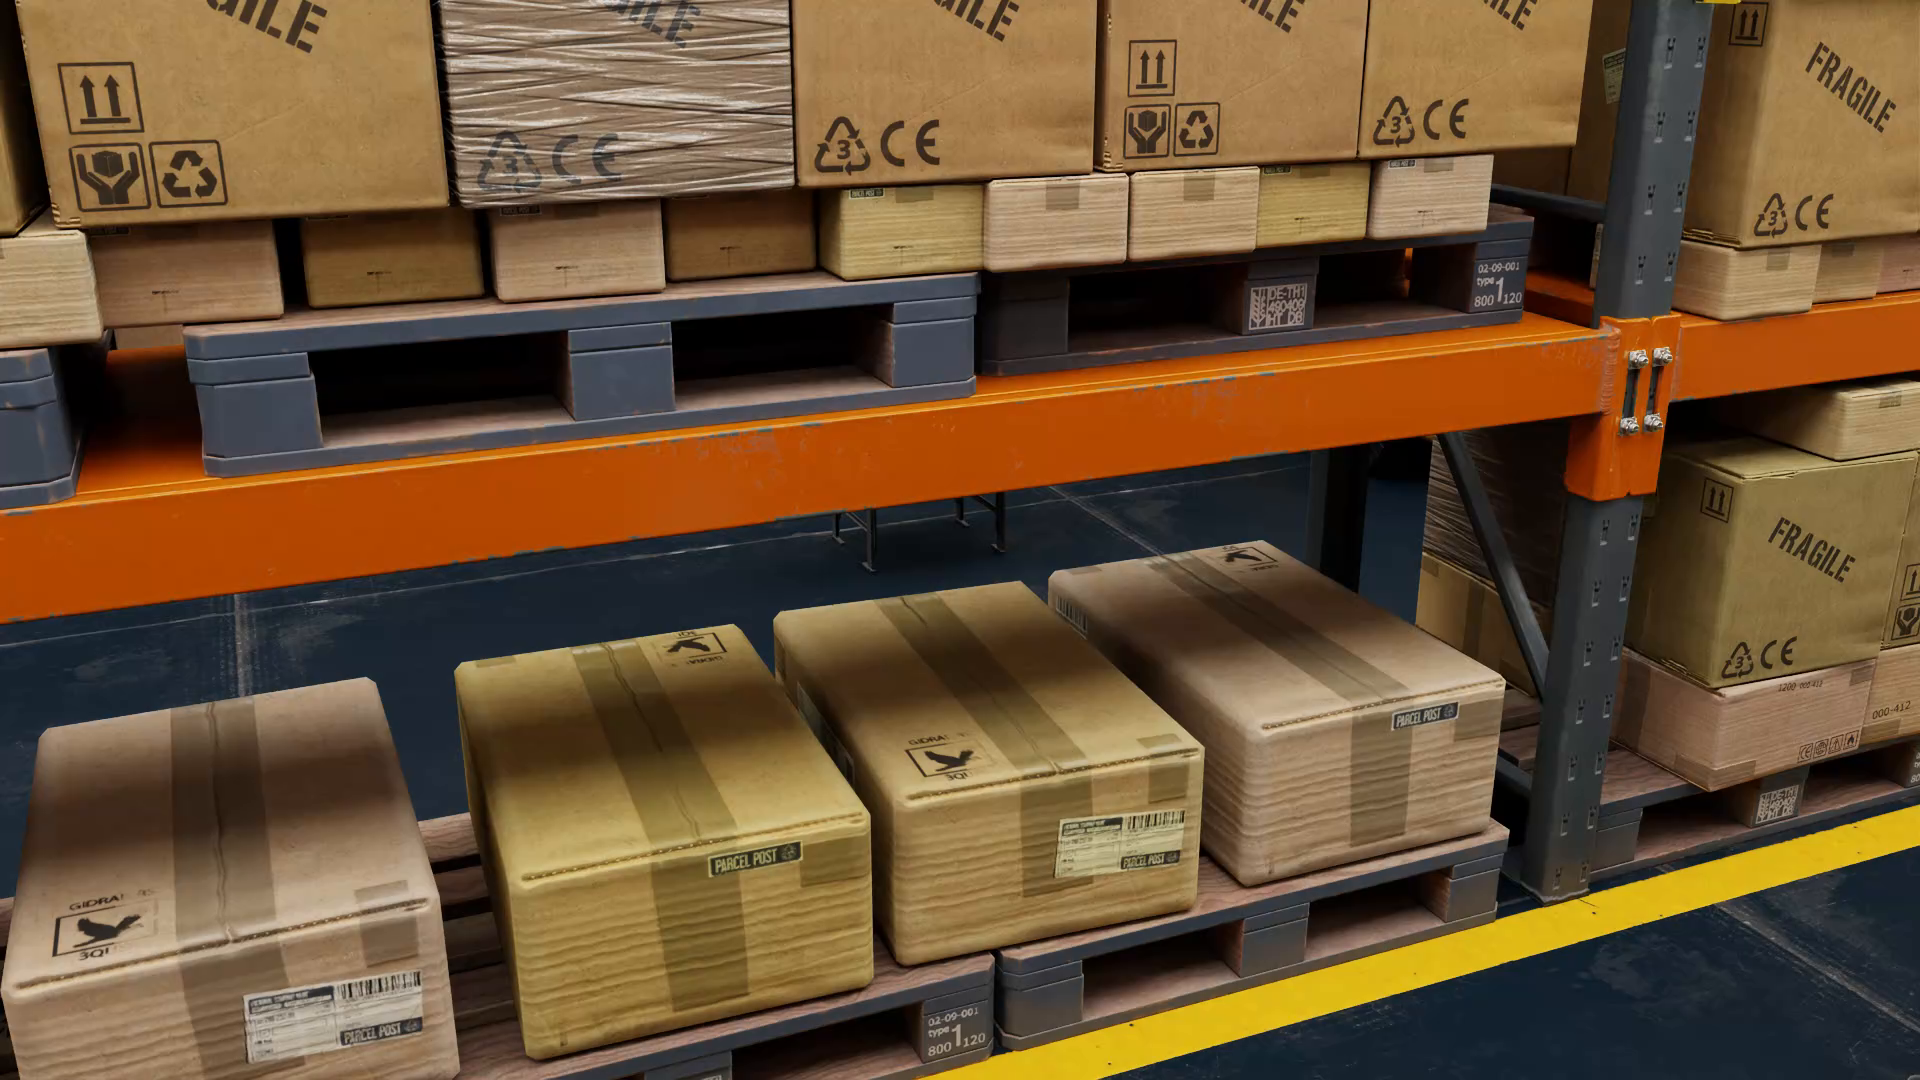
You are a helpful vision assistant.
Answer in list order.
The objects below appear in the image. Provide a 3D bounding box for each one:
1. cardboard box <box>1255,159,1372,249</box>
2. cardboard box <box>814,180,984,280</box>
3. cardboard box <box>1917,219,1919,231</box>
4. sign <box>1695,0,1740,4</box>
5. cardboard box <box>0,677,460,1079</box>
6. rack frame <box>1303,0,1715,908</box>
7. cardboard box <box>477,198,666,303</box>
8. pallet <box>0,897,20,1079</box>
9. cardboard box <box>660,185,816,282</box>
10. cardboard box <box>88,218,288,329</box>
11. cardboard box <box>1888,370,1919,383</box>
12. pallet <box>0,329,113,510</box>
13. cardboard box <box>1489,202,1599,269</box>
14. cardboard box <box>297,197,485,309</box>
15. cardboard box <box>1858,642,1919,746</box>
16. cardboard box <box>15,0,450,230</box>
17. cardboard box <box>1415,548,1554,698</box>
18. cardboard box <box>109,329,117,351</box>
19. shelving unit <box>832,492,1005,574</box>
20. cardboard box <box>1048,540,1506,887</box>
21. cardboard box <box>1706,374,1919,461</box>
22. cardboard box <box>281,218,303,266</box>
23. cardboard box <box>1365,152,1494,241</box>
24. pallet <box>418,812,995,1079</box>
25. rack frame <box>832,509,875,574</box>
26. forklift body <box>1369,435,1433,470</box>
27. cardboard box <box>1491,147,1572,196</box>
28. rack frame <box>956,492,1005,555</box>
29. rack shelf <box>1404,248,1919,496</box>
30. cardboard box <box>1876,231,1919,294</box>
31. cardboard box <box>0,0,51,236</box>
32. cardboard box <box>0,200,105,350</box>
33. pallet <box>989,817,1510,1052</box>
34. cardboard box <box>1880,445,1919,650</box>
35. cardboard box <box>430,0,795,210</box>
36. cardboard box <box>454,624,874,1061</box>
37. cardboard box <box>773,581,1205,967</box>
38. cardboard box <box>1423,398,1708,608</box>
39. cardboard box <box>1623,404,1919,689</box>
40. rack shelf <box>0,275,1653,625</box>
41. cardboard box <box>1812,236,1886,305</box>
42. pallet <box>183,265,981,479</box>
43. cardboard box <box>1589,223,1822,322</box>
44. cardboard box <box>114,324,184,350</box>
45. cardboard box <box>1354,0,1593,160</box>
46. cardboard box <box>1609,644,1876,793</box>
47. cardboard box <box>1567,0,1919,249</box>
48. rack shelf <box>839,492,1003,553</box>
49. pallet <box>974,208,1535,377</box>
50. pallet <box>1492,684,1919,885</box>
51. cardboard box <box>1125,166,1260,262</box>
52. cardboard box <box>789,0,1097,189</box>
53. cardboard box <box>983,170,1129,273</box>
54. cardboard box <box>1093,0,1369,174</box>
[{"bbox_3d":[0.548,-0.656,3.114,0.250,0.149,0.380,-9,21,-24],"label":"cardboard box"},{"bbox_3d":[-0.145,-0.555,2.829,0.250,0.149,0.380,-8,21,-22],"label":"cardboard box"},{"bbox_3d":[2.127,-0.991,3.722,0.500,0.500,0.500,-8,21,-22],"label":"cardboard box"},{"bbox_3d":[1.384,-1.135,2.985,0.005,0.325,0.100,-8,21,-22],"label":"sign"},{"bbox_3d":[-1.315,0.639,3.014,0.625,0.372,0.950,-9,21,-23],"label":"cardboard box"},{"bbox_3d":[1.161,-0.758,3.657,0.127,3.000,1.000,-8,21,-22],"label":"rack frame"},{"bbox_3d":[-0.637,-0.495,2.657,0.250,0.149,0.380,-7,21,-20],"label":"cardboard box"},{"bbox_3d":[-1.794,0.982,2.916,1.213,0.211,1.003,-8,21,-22],"label":"pallet"},{"bbox_3d":[-0.428,-0.552,2.820,0.250,0.149,0.380,-9,21,-24],"label":"cardboard box"},{"bbox_3d":[-1.147,-0.431,2.476,0.250,0.149,0.380,-7,21,-19],"label":"cardboard box"},{"bbox_3d":[2.419,-0.380,3.987,0.250,0.149,0.380,-7,21,-20],"label":"cardboard box"},{"bbox_3d":[-1.900,-0.267,2.553,1.003,0.211,1.213,-8,21,-22],"label":"pallet"},{"bbox_3d":[1.335,-0.774,4.083,0.250,0.149,0.380,-8,21,-22],"label":"cardboard box"},{"bbox_3d":[-0.903,-0.480,2.616,0.250,0.149,0.380,-7,21,-20],"label":"cardboard box"},{"bbox_3d":[2.295,0.272,4.240,0.500,0.250,0.500,-7,21,-19],"label":"cardboard box"},{"bbox_3d":[-1.047,-0.748,2.400,0.500,0.500,0.500,-8,21,-21],"label":"cardboard box"},{"bbox_3d":[1.597,0.182,4.498,0.500,0.250,0.500,-7,21,-19],"label":"cardboard box"},{"bbox_3d":[-3.904,-0.900,7.006,0.625,0.625,0.875,-7,21,-20],"label":"cardboard box"},{"bbox_3d":[-0.152,-0.969,5.611,0.503,2.100,0.431,-8,21,-22],"label":"shelving unit"},{"bbox_3d":[0.680,0.354,3.826,0.625,0.372,0.950,-8,21,-21],"label":"cardboard box"},{"bbox_3d":[1.948,-0.312,3.793,0.250,0.149,0.380,-8,21,-21],"label":"cardboard box"},{"bbox_3d":[-1.111,-0.596,2.943,0.250,0.149,0.380,-8,21,-22],"label":"cardboard box"},{"bbox_3d":[0.798,-0.685,3.198,0.250,0.149,0.380,-8,21,-21],"label":"cardboard box"},{"bbox_3d":[-0.676,0.822,3.369,1.213,0.211,1.003,-8,21,-22],"label":"pallet"},{"bbox_3d":[-0.376,-0.937,5.520,0.015,2.100,0.400,-8,21,-22],"label":"rack frame"},{"bbox_3d":[1.845,-1.591,7.302,1.214,2.155,2.313,-8,21,-22],"label":"forklift body"},{"bbox_3d":[1.470,-1.079,3.972,0.500,0.500,0.500,-9,21,-23],"label":"cardboard box"},{"bbox_3d":[0.072,-1.001,5.703,0.015,2.100,0.400,-8,21,-22],"label":"rack frame"},{"bbox_3d":[2.997,-0.681,4.524,4.000,0.370,1.077,-8,21,-22],"label":"rack shelf"},{"bbox_3d":[2.020,-0.676,3.804,0.250,0.149,0.380,-8,21,-22],"label":"cardboard box"},{"bbox_3d":[-1.532,-0.676,2.195,0.500,0.500,0.500,-7,21,-19],"label":"cardboard box"},{"bbox_3d":[-1.337,-0.376,2.319,0.250,0.149,0.380,-8,21,-22],"label":"cardboard box"},{"bbox_3d":[0.446,0.661,3.828,1.213,0.211,1.003,-8,21,-22],"label":"pallet"},{"bbox_3d":[2.296,-0.082,4.116,0.500,0.500,0.500,-7,21,-20],"label":"cardboard box"},{"bbox_3d":[-0.584,-0.812,2.580,0.500,0.500,0.500,-9,21,-24],"label":"cardboard box"},{"bbox_3d":[-0.617,0.541,3.293,0.625,0.372,0.950,-7,21,-20],"label":"cardboard box"},{"bbox_3d":[0.021,0.449,3.554,0.625,0.372,0.950,-7,21,-19],"label":"cardboard box"},{"bbox_3d":[1.598,-0.172,4.373,0.500,0.500,0.500,-8,21,-23],"label":"cardboard box"},{"bbox_3d":[1.809,-0.008,3.906,0.500,0.500,0.500,-7,21,-19],"label":"cardboard box"},{"bbox_3d":[-0.676,-0.155,3.029,4.000,0.370,1.077,-8,21,-22],"label":"rack shelf"},{"bbox_3d":[1.788,-0.632,3.678,0.250,0.149,0.380,-8,21,-20],"label":"cardboard box"},{"bbox_3d":[-0.711,-0.414,2.969,1.213,0.211,1.003,-8,21,-22],"label":"pallet"},{"bbox_3d":[1.577,-0.583,3.539,0.250,0.149,0.380,-8,21,-22],"label":"cardboard box"},{"bbox_3d":[-3.307,-0.989,7.257,0.625,0.625,0.875,-7,21,-20],"label":"cardboard box"},{"bbox_3d":[0.827,-1.012,3.150,0.500,0.500,0.500,-9,21,-23],"label":"cardboard box"},{"bbox_3d":[1.809,0.346,4.031,0.500,0.250,0.500,-9,21,-24],"label":"cardboard box"},{"bbox_3d":[1.675,-0.918,3.514,0.500,0.500,0.500,-8,21,-22],"label":"cardboard box"},{"bbox_3d":[-0.152,-0.295,5.848,0.480,0.518,0.431,-8,21,-22],"label":"rack shelf"},{"bbox_3d":[0.401,-0.611,3.529,1.213,0.211,1.003,-8,21,-22],"label":"pallet"},{"bbox_3d":[1.763,0.459,4.402,1.213,0.211,1.003,-8,21,-22],"label":"pallet"},{"bbox_3d":[0.326,-0.611,2.987,0.250,0.149,0.380,-9,21,-23],"label":"cardboard box"},{"bbox_3d":[-0.104,-0.881,2.776,0.500,0.500,0.500,-7,21,-20],"label":"cardboard box"},{"bbox_3d":[0.093,-0.577,2.889,0.250,0.149,0.380,-8,21,-21],"label":"cardboard box"},{"bbox_3d":[0.373,-0.947,2.964,0.500,0.500,0.500,-8,21,-22],"label":"cardboard box"}]
